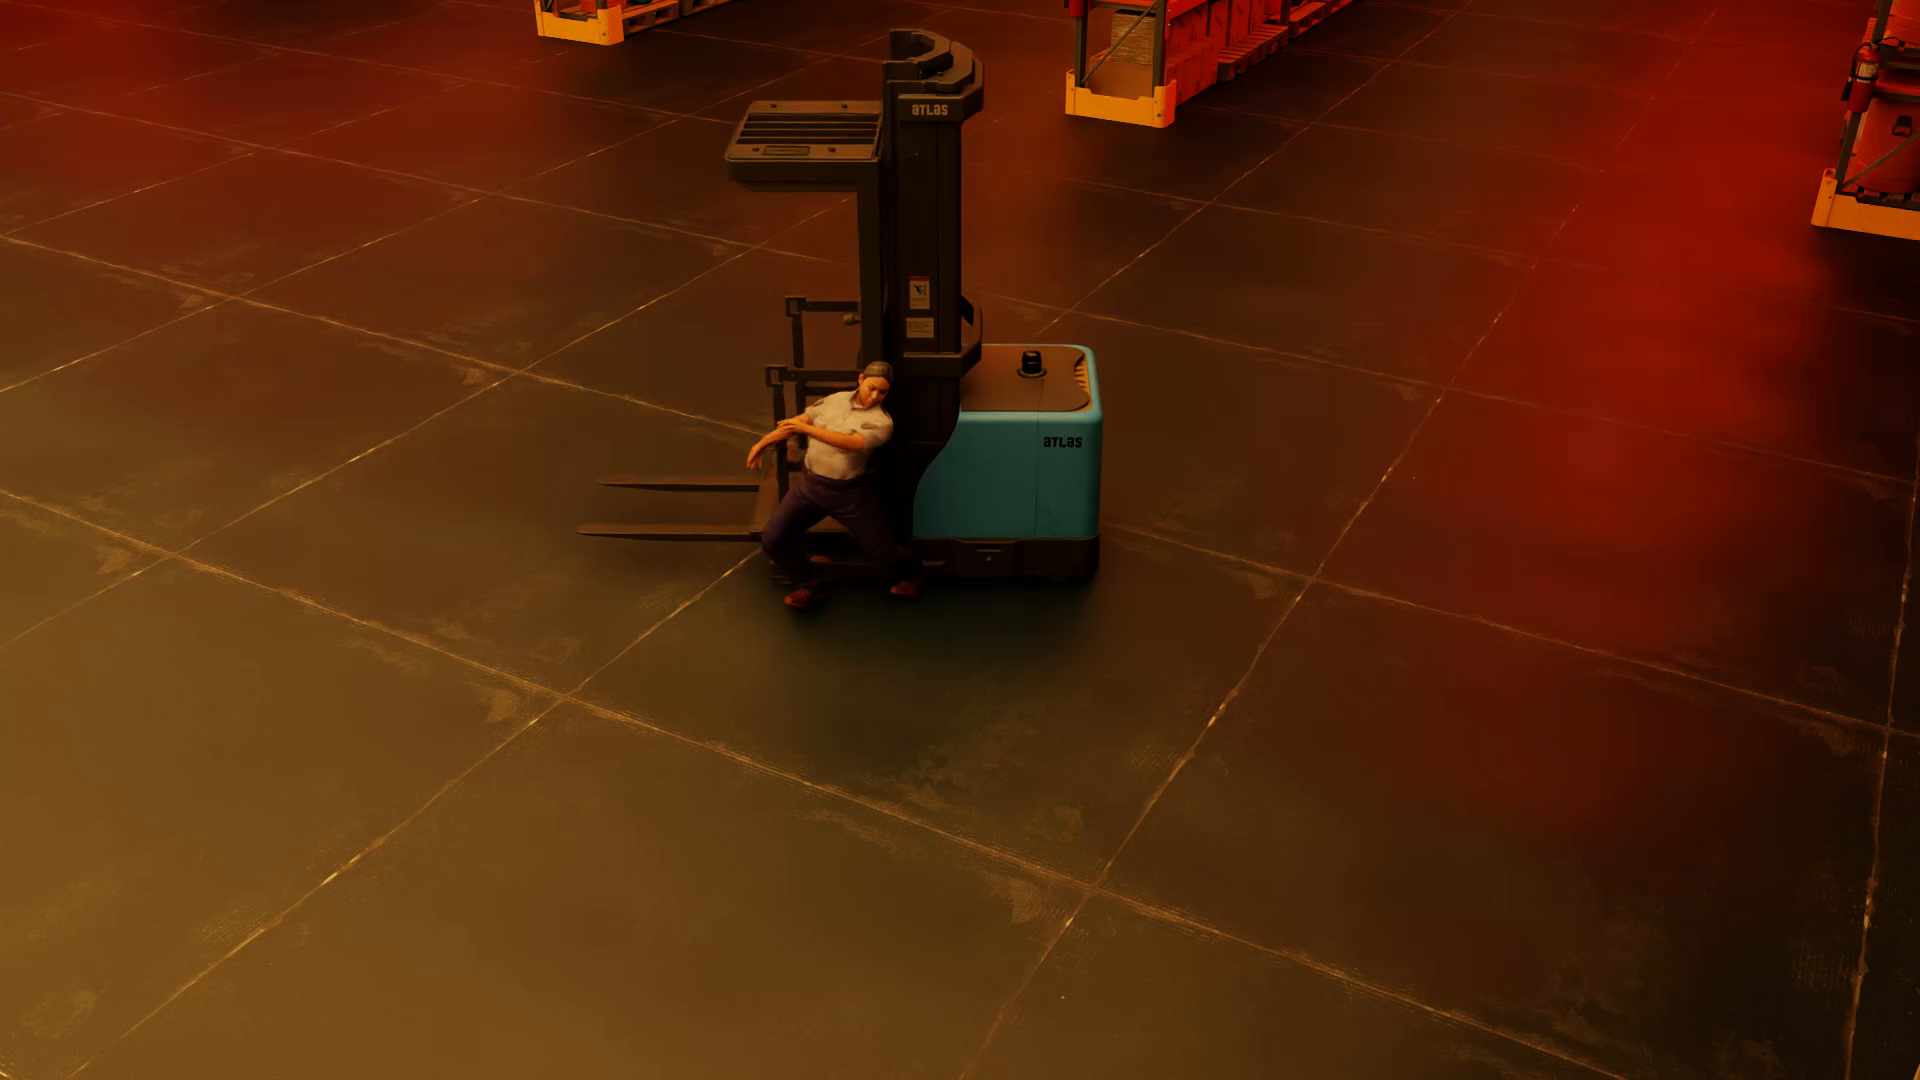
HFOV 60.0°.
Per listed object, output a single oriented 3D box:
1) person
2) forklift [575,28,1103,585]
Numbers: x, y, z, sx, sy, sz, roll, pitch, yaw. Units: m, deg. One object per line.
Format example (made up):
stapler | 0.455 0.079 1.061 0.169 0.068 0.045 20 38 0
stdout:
person | -0.721 -0.274 8.996 0.898 1.424 0.787 13 33 22
forklift | -0.710 -1.276 9.281 3.031 2.935 1.130 0 30 1
